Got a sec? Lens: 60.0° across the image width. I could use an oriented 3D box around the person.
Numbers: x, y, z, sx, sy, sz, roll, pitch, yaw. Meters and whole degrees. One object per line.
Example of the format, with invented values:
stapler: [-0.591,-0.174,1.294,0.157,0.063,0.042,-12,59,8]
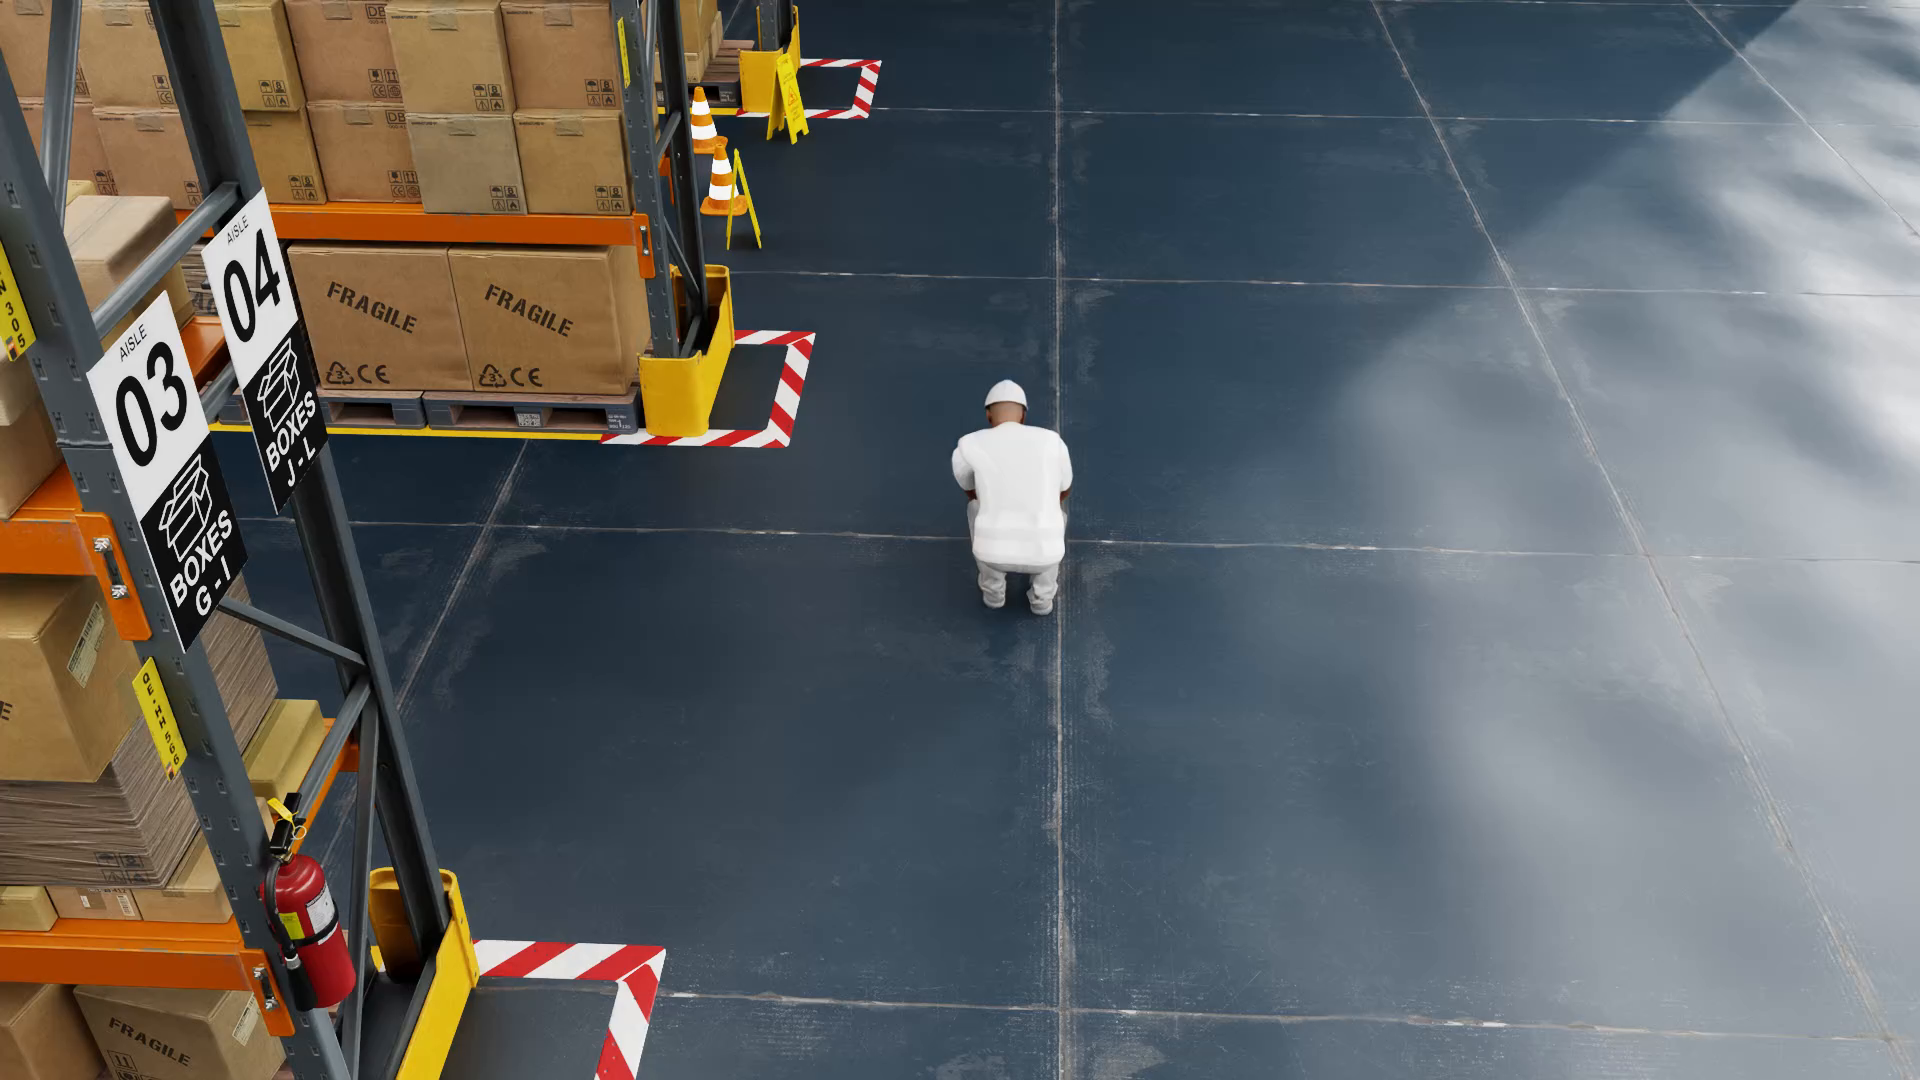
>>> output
person: [0.253,-0.199,8.046,0.586,0.997,0.888,1,36,2]
